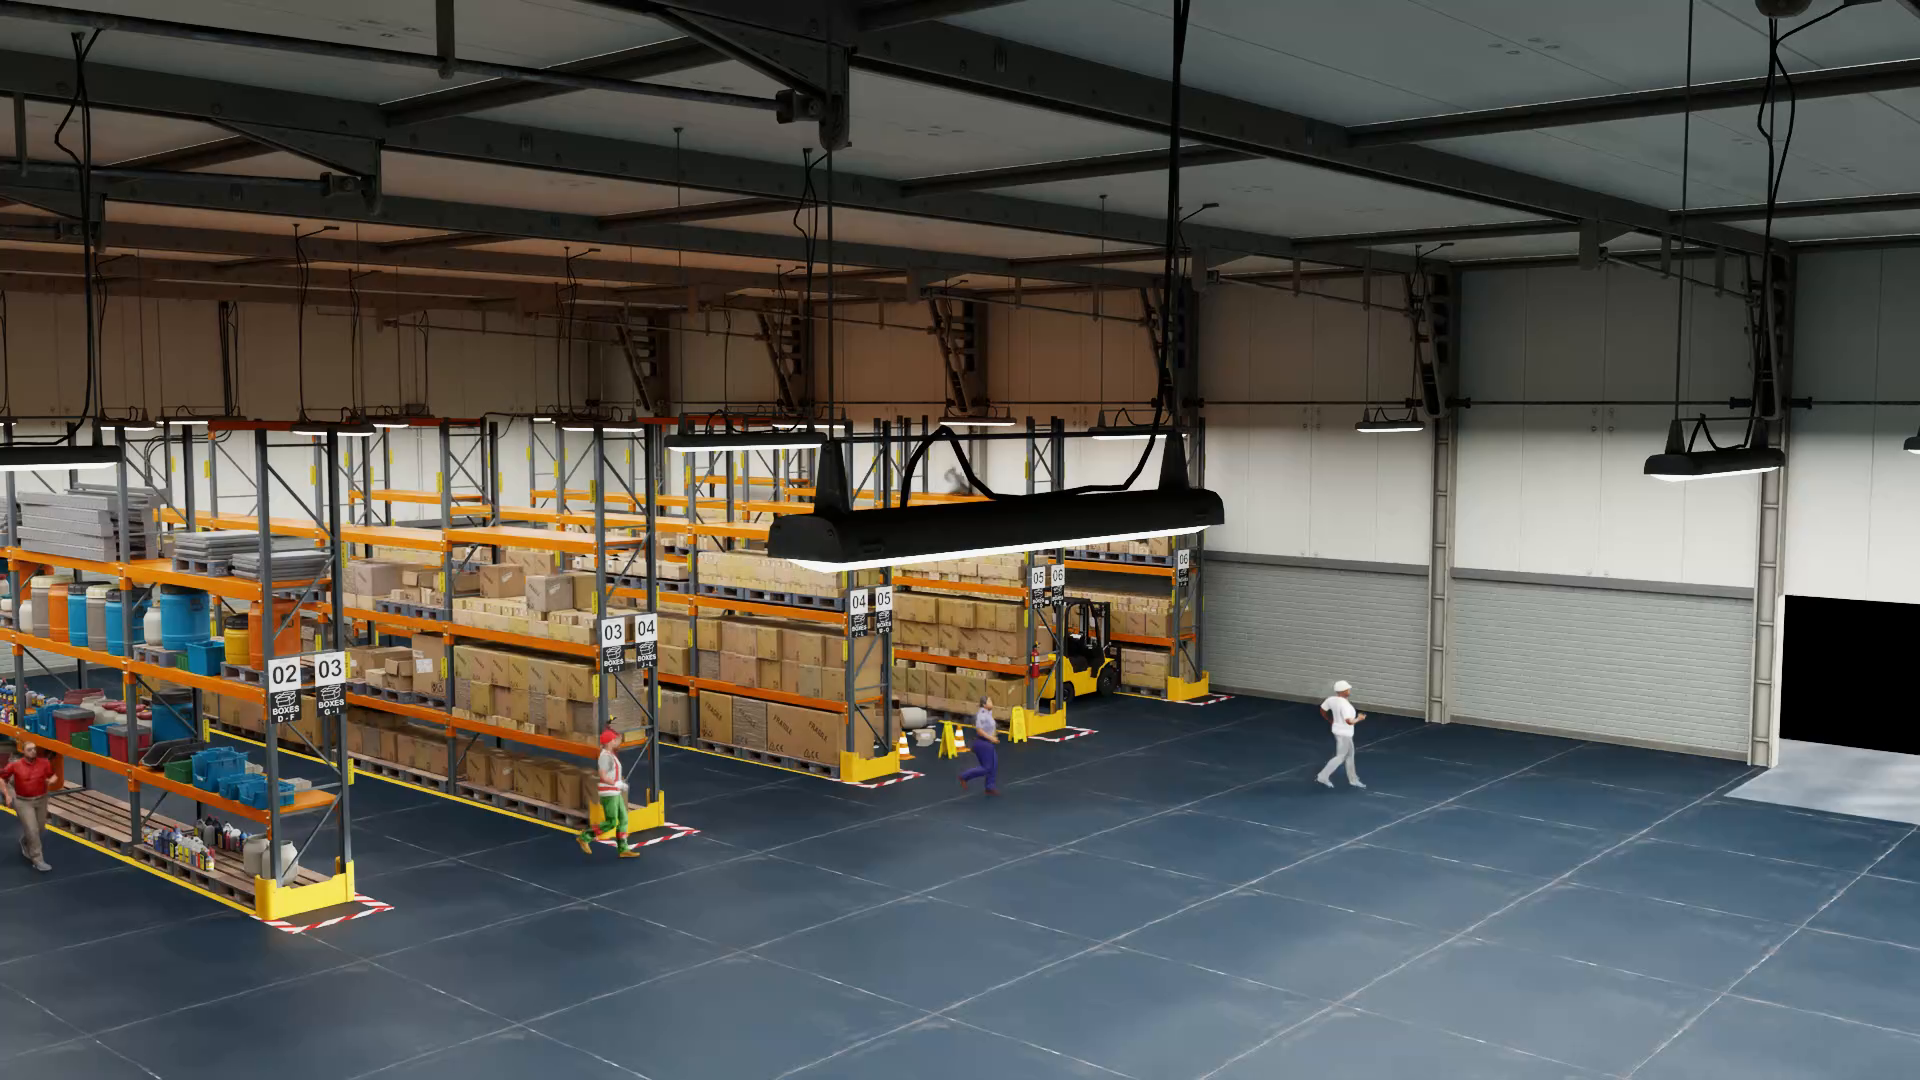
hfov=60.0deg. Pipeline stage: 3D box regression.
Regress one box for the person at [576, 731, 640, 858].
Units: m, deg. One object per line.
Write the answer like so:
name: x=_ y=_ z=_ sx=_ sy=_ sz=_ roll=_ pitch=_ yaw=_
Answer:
person: x=-4.865 y=3.539 z=23.147 sx=0.818 sy=1.761 sz=0.707 roll=0 pitch=5 yaw=-5

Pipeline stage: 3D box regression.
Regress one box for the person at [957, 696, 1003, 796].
person: x=0.331 y=3.314 z=26.797 sx=0.727 sy=1.637 sz=0.612 roll=0 pitch=5 yaw=3

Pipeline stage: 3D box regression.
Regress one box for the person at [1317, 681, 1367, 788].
person: x=6.240 y=3.175 z=27.044 sx=0.875 sy=1.788 sz=0.688 roll=-1 pitch=5 yaw=-6

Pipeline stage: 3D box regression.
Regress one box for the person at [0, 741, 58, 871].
person: x=-12.601 y=3.575 z=22.560 sx=0.931 sy=1.709 sz=0.663 roll=3 pitch=6 yaw=36
